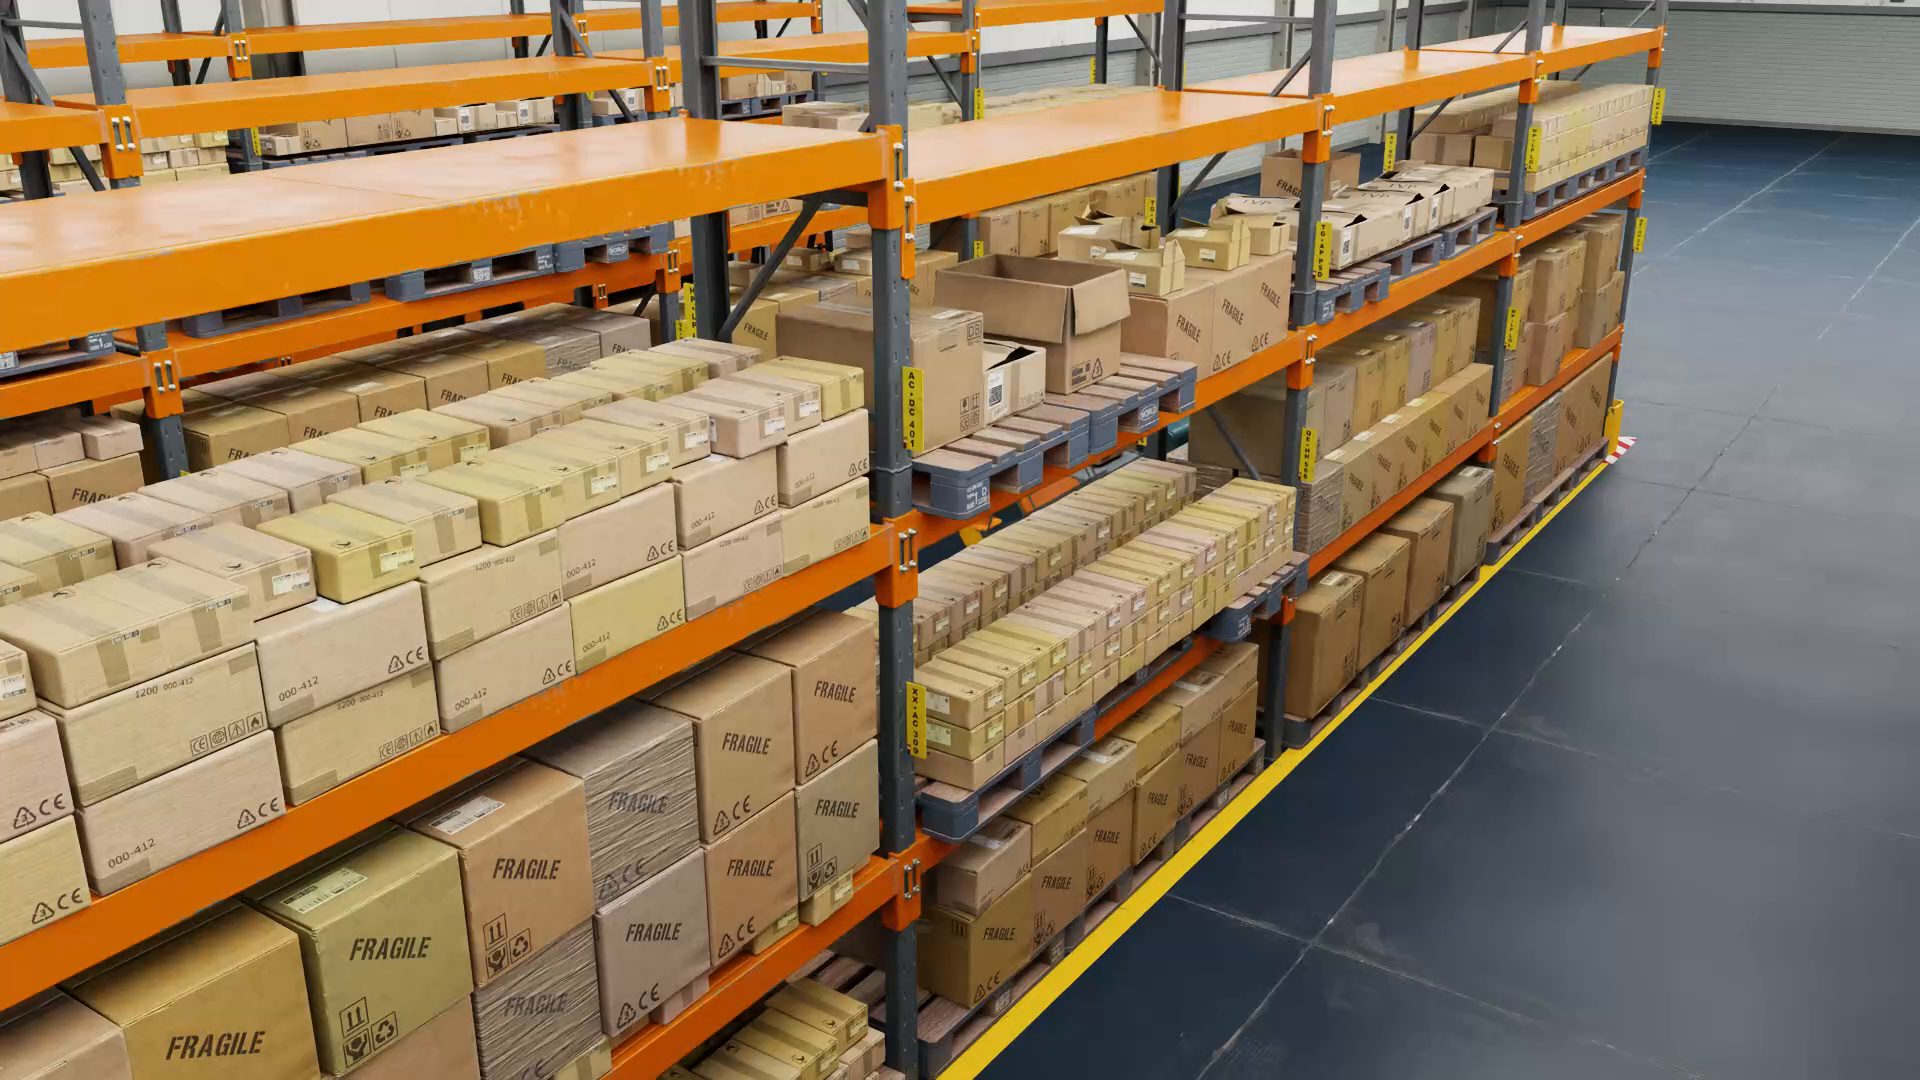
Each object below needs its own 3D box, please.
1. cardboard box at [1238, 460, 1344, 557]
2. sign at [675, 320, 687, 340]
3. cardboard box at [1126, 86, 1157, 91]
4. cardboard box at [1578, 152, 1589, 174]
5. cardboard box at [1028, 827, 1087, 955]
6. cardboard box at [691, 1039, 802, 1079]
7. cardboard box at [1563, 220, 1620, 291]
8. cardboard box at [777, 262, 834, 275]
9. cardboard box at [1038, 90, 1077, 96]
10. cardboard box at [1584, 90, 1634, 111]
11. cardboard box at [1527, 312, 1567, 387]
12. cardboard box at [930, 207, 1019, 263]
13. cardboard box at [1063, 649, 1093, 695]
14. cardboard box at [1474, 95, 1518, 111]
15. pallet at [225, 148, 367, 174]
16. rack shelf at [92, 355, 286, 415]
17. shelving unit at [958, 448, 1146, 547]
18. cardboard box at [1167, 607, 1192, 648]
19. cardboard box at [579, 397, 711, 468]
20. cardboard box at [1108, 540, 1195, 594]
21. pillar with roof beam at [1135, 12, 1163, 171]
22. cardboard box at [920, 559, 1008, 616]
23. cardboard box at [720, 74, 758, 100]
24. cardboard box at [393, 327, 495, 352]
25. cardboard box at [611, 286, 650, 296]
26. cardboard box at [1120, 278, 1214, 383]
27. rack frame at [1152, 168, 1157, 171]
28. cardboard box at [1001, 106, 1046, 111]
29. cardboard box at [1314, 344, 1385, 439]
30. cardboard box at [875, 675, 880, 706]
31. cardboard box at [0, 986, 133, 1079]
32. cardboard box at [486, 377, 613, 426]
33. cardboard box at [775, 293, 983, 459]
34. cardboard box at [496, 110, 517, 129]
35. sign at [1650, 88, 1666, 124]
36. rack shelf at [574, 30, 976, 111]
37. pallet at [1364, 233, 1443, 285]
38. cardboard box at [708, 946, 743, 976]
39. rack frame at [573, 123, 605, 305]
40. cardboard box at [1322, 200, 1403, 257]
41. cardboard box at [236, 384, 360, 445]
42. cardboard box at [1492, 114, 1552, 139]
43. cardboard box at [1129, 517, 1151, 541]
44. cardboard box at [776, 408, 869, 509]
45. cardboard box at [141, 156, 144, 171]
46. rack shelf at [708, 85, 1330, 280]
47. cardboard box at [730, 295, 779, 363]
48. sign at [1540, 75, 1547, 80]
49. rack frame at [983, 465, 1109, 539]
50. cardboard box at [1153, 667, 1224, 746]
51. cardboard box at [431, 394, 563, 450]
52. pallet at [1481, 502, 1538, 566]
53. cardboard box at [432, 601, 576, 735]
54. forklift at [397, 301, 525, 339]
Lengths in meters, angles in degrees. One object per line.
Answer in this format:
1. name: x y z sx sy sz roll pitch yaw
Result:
1. cardboard box: 2.089 -0.226 10.556 0.500 0.500 0.500 14 24 32
2. sign: -2.076 -1.475 12.408 0.100 0.325 0.005 13 24 32
3. cardboard box: 2.014 -4.843 18.071 0.380 0.149 0.250 14 24 32
4. cardboard box: 5.062 -3.187 13.995 0.380 0.149 0.250 13 24 32
5. cardboard box: 0.296 1.708 8.470 0.500 0.500 0.500 15 25 34
6. cardboard box: -0.865 2.212 6.754 0.380 0.149 0.250 13 24 31
7. cardboard box: 5.637 -2.700 15.616 0.875 0.550 0.550 13 24 32
8. cardboard box: -1.360 -2.209 14.882 0.500 0.500 0.500 13 24 32
9. cardboard box: 1.009 -4.653 17.557 0.380 0.149 0.250 13 24 32
10. cardboard box: 5.772 -3.923 14.834 0.380 0.149 0.250 14 24 33
11. cardboard box: 4.751 -1.723 14.532 0.875 0.550 0.550 13 24 32
12. cardboard box: 0.138 -2.926 15.986 0.700 0.500 0.500 13 24 31
13. cardboard box: 0.401 0.579 7.851 0.380 0.149 0.250 12 24 30
14. cardboard box: 4.657 -3.760 14.394 0.380 0.149 0.250 14 24 32
15. pallet: -6.337 -3.537 15.599 1.213 0.211 1.003 15 25 34
16. rack shelf: -7.769 -1.095 14.086 1.077 0.370 4.000 13 24 32
17. shelving unit: 0.769 -0.559 13.891 1.500 0.587 1.083 -29 -2 35
18. cardboard box: 0.991 0.416 8.721 0.380 0.149 0.250 14 25 33
19. cardboard box: -1.073 -0.362 5.664 0.380 0.149 0.250 14 25 34
20. cardboard box: 0.988 0.139 8.611 0.380 0.149 0.250 15 25 34
21. pillar with roof beam: 7.022 -9.695 27.651 9.100 9.000 0.400 13 24 32
22. cardboard box: 0.015 0.237 8.347 0.380 0.149 0.250 12 24 30
23. cardboard box: -2.853 -5.550 19.877 0.700 0.500 0.500 13 24 32
24. cardboard box: -3.591 -1.172 11.671 0.500 0.500 0.500 14 25 33
25. cardboard box: -4.007 -2.858 19.731 0.500 0.250 0.500 13 24 31
26. cardboard box: 0.948 -1.055 8.472 0.500 0.500 0.500 13 24 32
27. rack frame: 1.960 -3.335 19.104 1.000 3.000 0.127 13 24 32
28. cardboard box: 0.606 -4.101 16.065 0.380 0.149 0.250 13 24 31
29. cardboard box: 2.444 -1.039 11.311 0.700 0.500 0.500 13 24 31
30. cardboard box: -0.575 0.673 7.596 0.380 0.149 0.250 14 25 33
31. cardboard box: -2.412 1.460 4.128 0.500 0.500 0.500 13 24 31
32. cardboard box: -1.458 -0.457 5.920 0.380 0.149 0.250 12 24 30
33. cardboard box: -0.331 -0.693 6.890 0.700 0.500 0.500 13 24 32
34. cardboard box: -4.763 -4.312 17.035 0.380 0.149 0.250 13 24 32
35. sign: 6.552 -4.074 15.615 0.100 0.325 0.005 13 24 32
36. rack shelf: -1.413 -3.902 13.603 1.077 0.370 4.000 13 24 32
37. pallet: 2.558 -1.938 11.276 1.003 0.211 1.213 15 25 34
38. cardboard box: -1.058 1.511 6.366 0.380 0.149 0.250 13 24 30
39. rack frame: -4.396 -3.154 18.615 1.000 3.000 0.127 13 24 32
40. cardboard box: 2.484 -1.992 10.617 0.500 0.250 0.500 14 25 33
41. cardboard box: -4.038 -0.629 10.204 0.500 0.500 0.500 13 24 32
42. cardboard box: 4.348 -3.196 12.868 0.380 0.149 0.250 14 24 32
43. cardboard box: 0.878 -0.067 9.597 0.380 0.149 0.250 12 24 30
44. cardboard box: -0.684 -0.344 6.191 0.500 0.250 0.500 12 23 29
45. cardboard box: -7.079 -3.160 13.950 0.380 0.149 0.250 13 24 32
46. rack shelf: 0.489 -1.818 7.969 1.077 0.370 4.000 13 24 32
47. cardboard box: -1.806 -1.658 13.392 0.500 0.500 0.500 15 25 35
48. sign: 5.655 -4.362 16.184 0.100 0.325 0.005 13 24 32
49. rack frame: 0.510 -0.435 13.483 1.500 0.500 0.032 -29 -2 35
50. cardboard box: 1.171 0.915 9.532 0.500 0.250 0.500 14 24 33
51. cardboard box: -1.586 -0.379 5.709 0.380 0.149 0.250 12 24 30
52. pallet: 4.354 -0.146 14.502 1.003 0.211 1.213 13 24 32
53. cardboard box: -1.542 0.330 5.088 0.500 0.250 0.500 13 24 32
54. forklift: -4.445 -1.417 14.020 3.031 2.935 1.130 10 23 25
